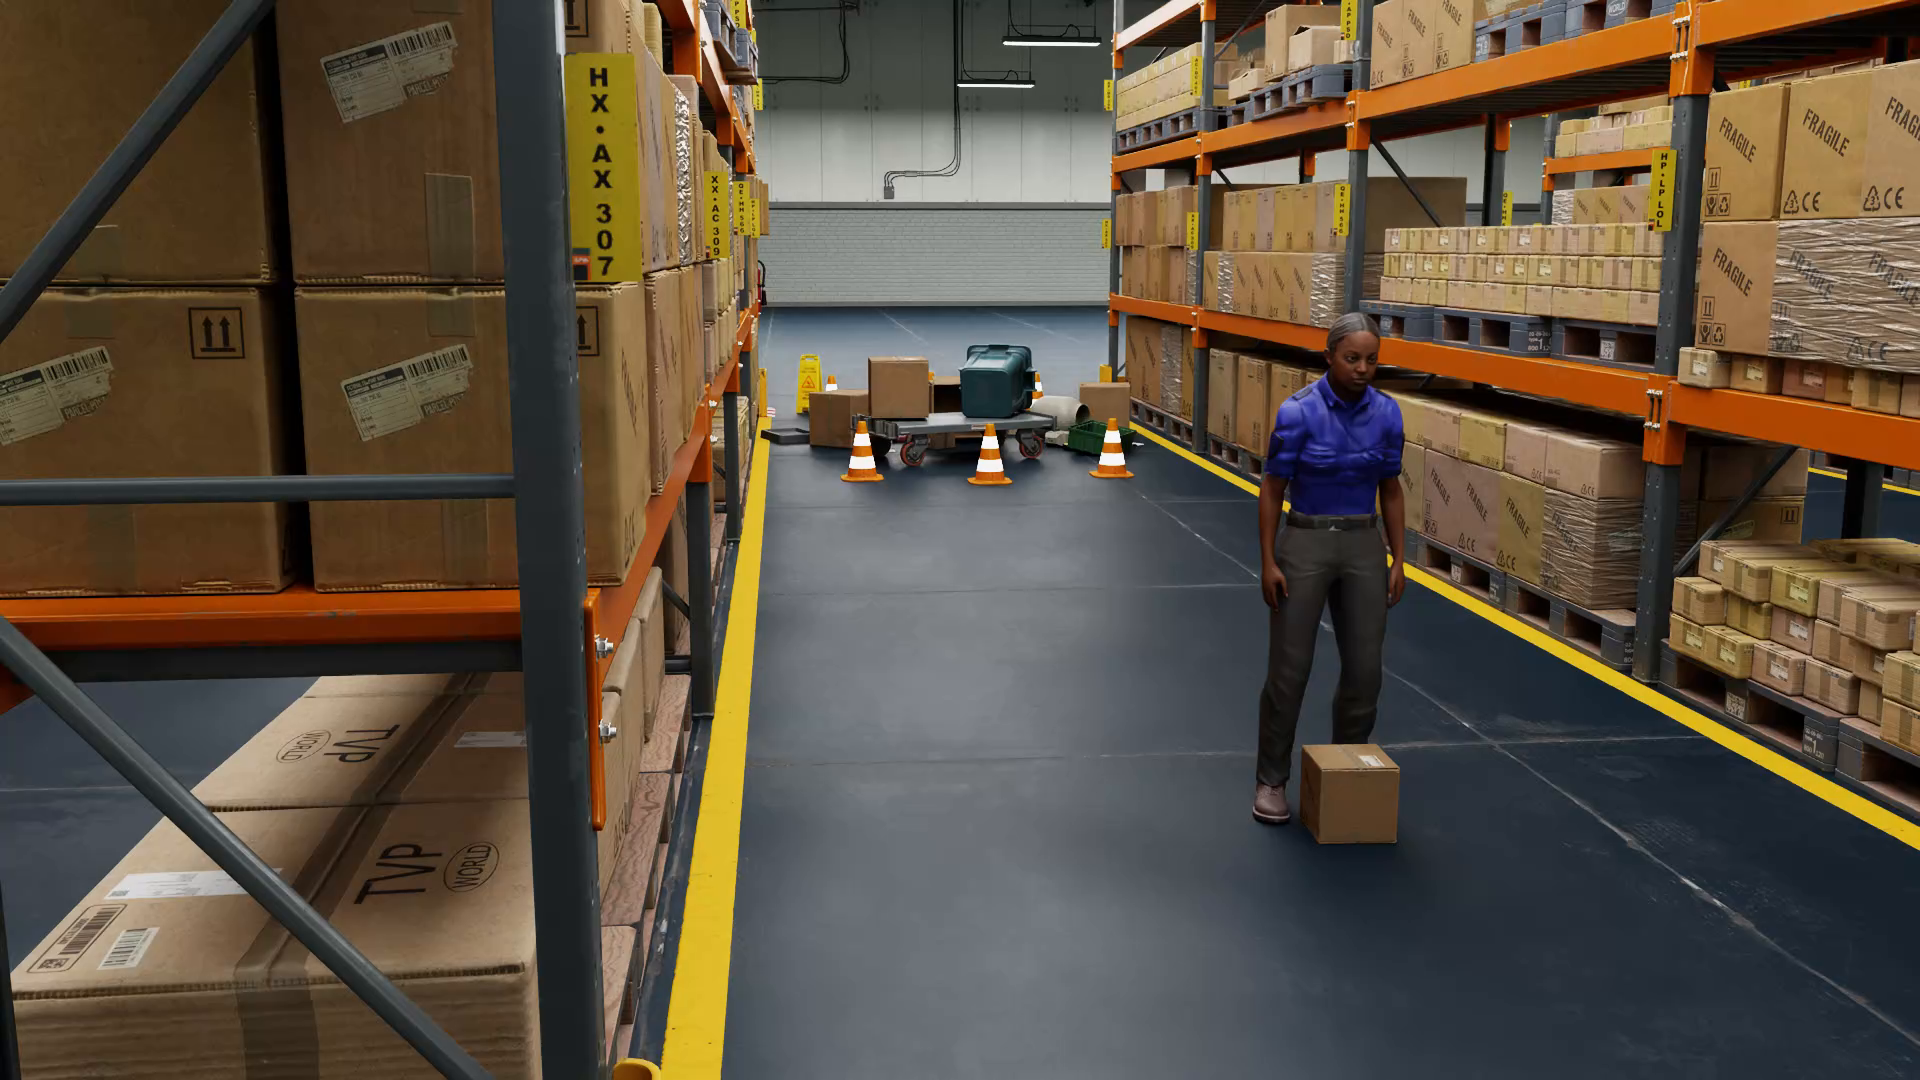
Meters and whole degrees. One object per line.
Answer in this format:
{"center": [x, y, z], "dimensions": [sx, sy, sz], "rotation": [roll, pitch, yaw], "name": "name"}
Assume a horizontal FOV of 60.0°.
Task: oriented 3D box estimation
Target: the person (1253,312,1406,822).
{"center": [1.214, 0.084, 5.451], "dimensions": [0.512, 1.654, 0.352], "rotation": [-1, 10, -7], "name": "person"}
